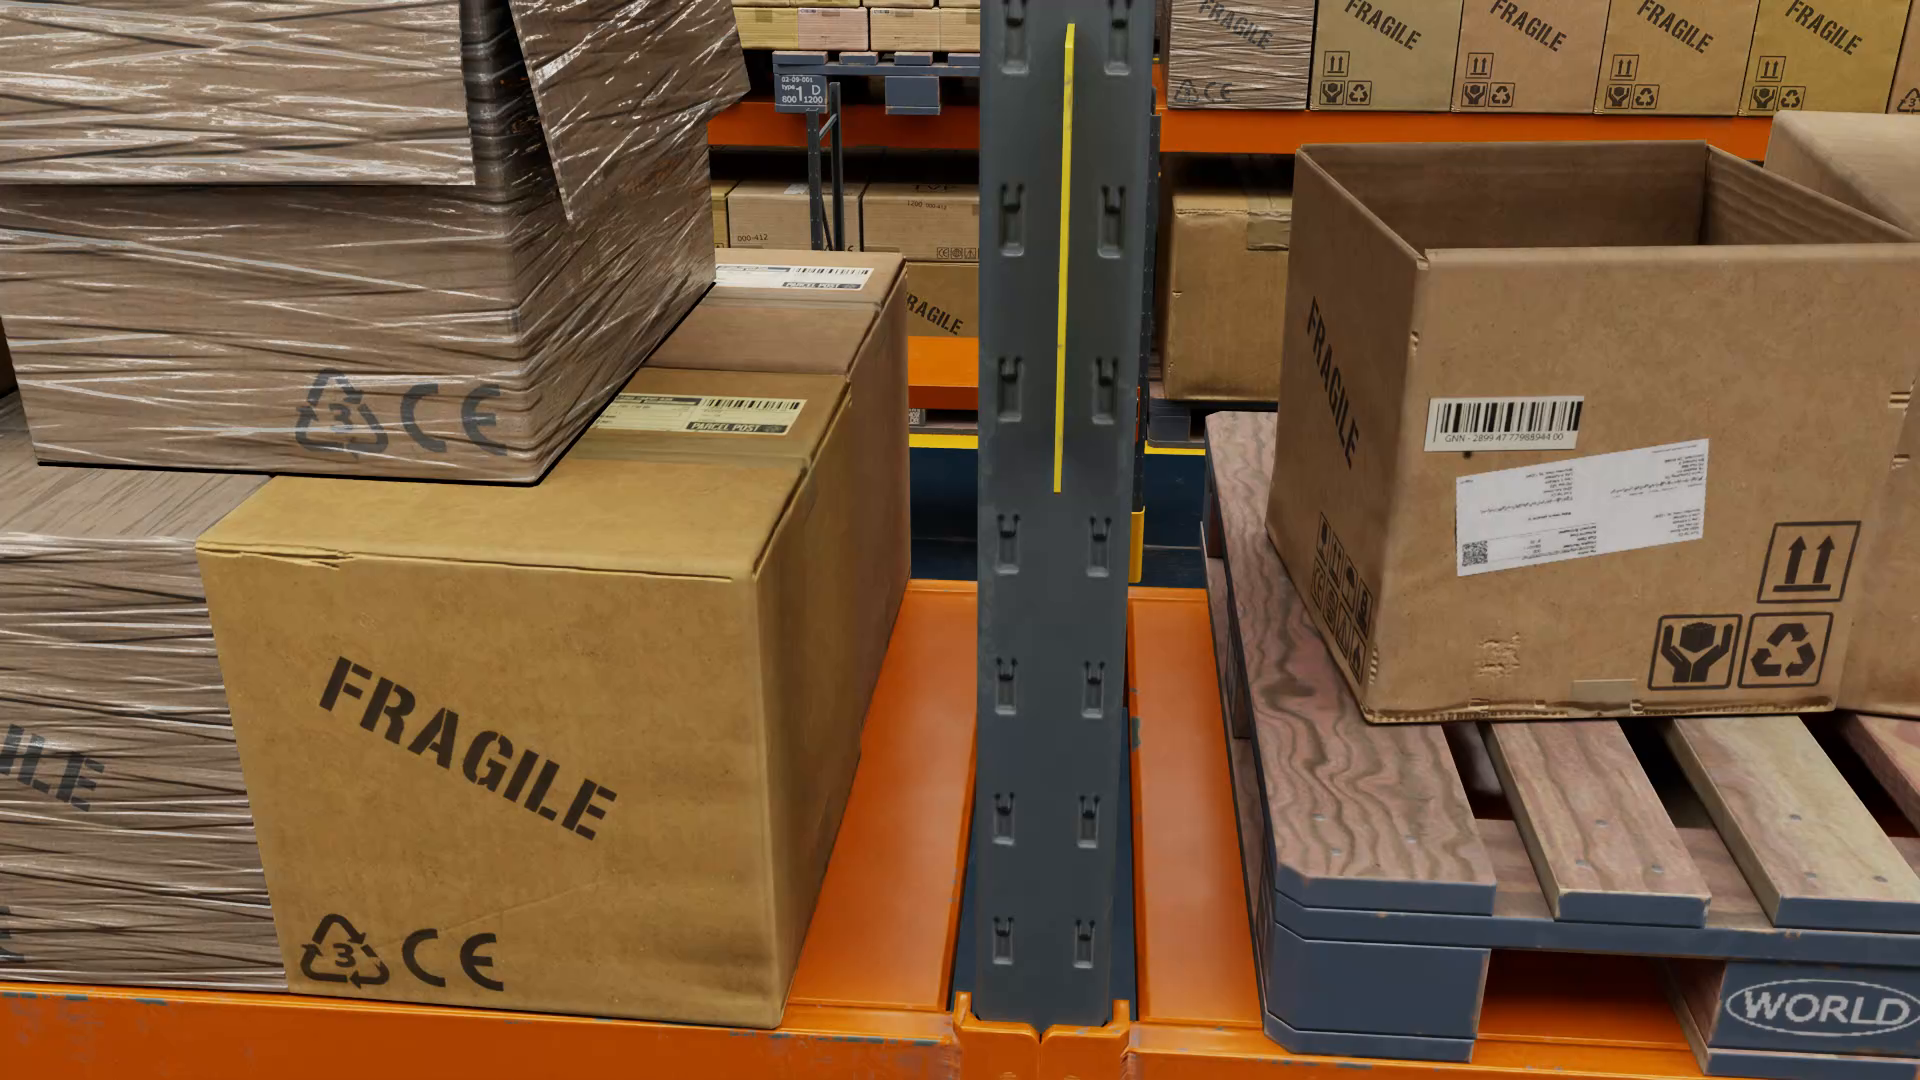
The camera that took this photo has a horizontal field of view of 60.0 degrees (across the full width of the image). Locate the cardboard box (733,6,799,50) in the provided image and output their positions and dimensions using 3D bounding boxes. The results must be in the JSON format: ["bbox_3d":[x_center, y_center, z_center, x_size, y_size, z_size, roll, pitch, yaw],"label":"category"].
[{"bbox_3d":[-0.684,-1.898,6.085,0.250,0.149,0.380,2,25,3],"label":"cardboard box"}]

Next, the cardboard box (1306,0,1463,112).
[{"bbox_3d":[1.530,-1.875,6.116,0.500,0.500,0.500,2,25,3],"label":"cardboard box"}]

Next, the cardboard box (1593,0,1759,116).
[{"bbox_3d":[2.529,-1.841,6.044,0.500,0.500,0.500,2,25,3],"label":"cardboard box"}]

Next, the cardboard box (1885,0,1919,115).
[{"bbox_3d":[3.539,-1.810,5.976,0.500,0.500,0.500,2,25,3],"label":"cardboard box"}]

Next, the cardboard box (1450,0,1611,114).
[{"bbox_3d":[2.033,-1.858,6.081,0.500,0.500,0.500,2,25,4],"label":"cardboard box"}]

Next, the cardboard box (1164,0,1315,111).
[{"bbox_3d":[1.023,-1.890,6.149,0.500,0.500,0.500,2,25,5],"label":"cardboard box"}]

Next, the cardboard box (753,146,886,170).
[{"bbox_3d":[-0.579,-1.506,7.026,0.500,0.250,0.500,2,25,3],"label":"cardboard box"}]

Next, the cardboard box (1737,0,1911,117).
[{"bbox_3d":[3.035,-1.826,6.011,0.500,0.500,0.500,2,25,5],"label":"cardboard box"}]

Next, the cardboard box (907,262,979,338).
[{"bbox_3d":[-0.081,-0.939,6.689,0.500,0.500,0.500,2,25,4],"label":"cardboard box"}]

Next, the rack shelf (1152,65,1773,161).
[{"bbox_3d":[2.590,-1.580,6.457,4.000,0.370,1.077,2,25,4],"label":"rack shelf"}]

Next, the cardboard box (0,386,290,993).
[{"bbox_3d":[-0.892,0.116,1.789,0.500,0.500,0.500,2,25,4],"label":"cardboard box"}]

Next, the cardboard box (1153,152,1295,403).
[{"bbox_3d":[1.196,-1.083,6.704,0.750,0.750,1.050,2,25,3],"label":"cardboard box"}]

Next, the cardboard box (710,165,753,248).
[{"bbox_3d":[-1.116,-1.314,6.608,0.500,0.250,0.500,2,25,5],"label":"cardboard box"}]

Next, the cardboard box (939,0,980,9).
[{"bbox_3d":[0.068,-2.009,5.970,0.250,0.149,0.380,2,25,5],"label":"cardboard box"}]

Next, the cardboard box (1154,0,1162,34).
[{"bbox_3d":[1.871,-5.193,15.785,0.625,0.625,0.875,3,25,6],"label":"cardboard box"}]

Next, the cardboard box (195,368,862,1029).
[{"bbox_3d":[-0.396,0.135,1.749,0.500,0.500,0.500,3,25,6],"label":"cardboard box"}]

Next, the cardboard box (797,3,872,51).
[{"bbox_3d":[-0.435,-1.889,6.065,0.250,0.149,0.380,2,25,5],"label":"cardboard box"}]

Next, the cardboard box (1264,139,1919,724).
[{"bbox_3d":[0.657,-0.143,1.850,0.500,0.500,0.500,-1,25,-2],"label":"cardboard box"}]

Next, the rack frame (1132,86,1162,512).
[{"bbox_3d":[0.592,-0.662,5.395,0.032,1.500,0.500,2,25,4],"label":"rack frame"}]

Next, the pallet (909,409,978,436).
[{"bbox_3d":[-0.183,-0.730,7.084,1.213,0.211,1.003,2,25,4],"label":"pallet"}]

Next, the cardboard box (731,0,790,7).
[{"bbox_3d":[-0.710,-2.032,6.021,0.250,0.149,0.380,2,25,4],"label":"cardboard box"}]

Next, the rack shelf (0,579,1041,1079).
[{"bbox_3d":[-1.879,0.356,2.249,4.000,0.370,1.077,2,25,4],"label":"rack shelf"}]

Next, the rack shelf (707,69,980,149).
[{"bbox_3d":[-1.398,-1.708,6.735,4.000,0.370,1.077,2,25,4],"label":"rack shelf"}]

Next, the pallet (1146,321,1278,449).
[{"bbox_3d":[1.376,-0.648,6.905,1.213,0.211,1.003,2,25,4],"label":"pallet"}]

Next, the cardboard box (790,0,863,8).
[{"bbox_3d":[-0.461,-2.024,6.003,0.250,0.149,0.380,2,25,5],"label":"cardboard box"}]

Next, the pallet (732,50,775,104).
[{"bbox_3d":[-1.381,-1.930,6.586,1.213,0.211,1.003,2,25,4],"label":"pallet"}]

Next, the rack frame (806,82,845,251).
[{"bbox_3d":[-0.422,-0.695,5.466,0.032,1.500,0.500,2,25,4],"label":"rack frame"}]

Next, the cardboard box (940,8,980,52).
[{"bbox_3d":[0.069,-1.872,6.028,0.250,0.149,0.380,2,25,5],"label":"cardboard box"}]

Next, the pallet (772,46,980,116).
[{"bbox_3d":[-0.123,-1.862,6.439,1.003,0.211,1.213,2,25,4],"label":"pallet"}]

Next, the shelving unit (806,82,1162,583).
[{"bbox_3d":[0.076,-0.679,5.431,1.083,1.500,0.587,2,25,4],"label":"shelving unit"}]

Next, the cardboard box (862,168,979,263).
[{"bbox_3d":[-0.106,-1.280,6.534,0.500,0.250,0.500,1,25,3],"label":"cardboard box"}]

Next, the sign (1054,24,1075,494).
[{"bbox_3d":[0.076,-0.202,1.215,0.005,0.325,0.100,2,25,4],"label":"sign"}]

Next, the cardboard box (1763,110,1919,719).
[{"bbox_3d":[1.221,-0.167,1.902,0.500,0.500,0.700,5,25,12],"label":"cardboard box"}]

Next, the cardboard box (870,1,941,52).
[{"bbox_3d":[-0.179,-1.881,6.047,0.250,0.149,0.380,2,25,4],"label":"cardboard box"}]

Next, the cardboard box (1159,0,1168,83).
[{"bbox_3d":[1.065,-2.114,6.636,0.500,0.500,0.500,2,25,4],"label":"cardboard box"}]

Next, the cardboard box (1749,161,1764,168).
[{"bbox_3d":[2.997,-1.027,6.582,0.750,0.750,1.050,2,25,4],"label":"cardboard box"}]

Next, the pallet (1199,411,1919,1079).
[{"bbox_3d":[0.834,0.158,2.047,1.003,0.211,1.213,2,25,4],"label":"pallet"}]

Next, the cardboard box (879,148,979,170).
[{"bbox_3d":[-0.073,-1.490,6.991,0.500,0.250,0.500,1,25,2],"label":"cardboard box"}]

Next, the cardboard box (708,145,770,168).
[{"bbox_3d":[-1.071,-1.527,7.072,0.500,0.250,0.500,2,25,4],"label":"cardboard box"}]

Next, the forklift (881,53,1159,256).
[{"bbox_3d":[0.570,-2.764,8.251,3.031,2.935,1.130,1,25,2],"label":"forklift"}]

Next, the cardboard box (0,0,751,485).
[{"bbox_3d":[-0.613,-0.438,1.795,0.637,0.503,0.797,3,25,6],"label":"cardboard box"}]

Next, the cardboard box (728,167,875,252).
[{"bbox_3d":[-0.611,-1.291,6.559,0.500,0.250,0.500,2,25,5],"label":"cardboard box"}]

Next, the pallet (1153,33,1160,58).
[{"bbox_3d":[2.068,-4.797,15.923,1.213,0.211,1.003,2,25,4],"label":"pallet"}]

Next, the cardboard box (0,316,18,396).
[{"bbox_3d":[-1.262,-0.460,1.843,0.637,0.503,0.797,2,25,5],"label":"cardboard box"}]

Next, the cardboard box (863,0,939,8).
[{"bbox_3d":[-0.198,-2.017,5.987,0.250,0.149,0.380,3,25,6],"label":"cardboard box"}]

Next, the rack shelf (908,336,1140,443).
[{"bbox_3d":[0.085,-0.515,5.506,1.000,0.185,0.538,2,25,4],"label":"rack shelf"}]

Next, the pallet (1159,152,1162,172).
[{"bbox_3d":[1.653,-2.745,11.463,1.213,0.211,1.003,2,25,4],"label":"pallet"}]

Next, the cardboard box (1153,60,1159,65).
[{"bbox_3d":[1.436,-3.012,11.349,0.625,0.372,0.950,0,25,0],"label":"cardboard box"}]

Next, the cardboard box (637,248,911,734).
[{"bbox_3d":[-0.349,-0.082,2.219,0.500,0.500,0.500,3,25,6],"label":"cardboard box"}]

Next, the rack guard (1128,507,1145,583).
[{"bbox_3d":[0.573,-0.095,5.658,0.087,0.250,0.587,2,25,4],"label":"rack guard"}]

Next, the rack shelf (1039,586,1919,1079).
[{"bbox_3d":[2.109,0.484,1.971,4.000,0.370,1.077,2,25,4],"label":"rack shelf"}]
